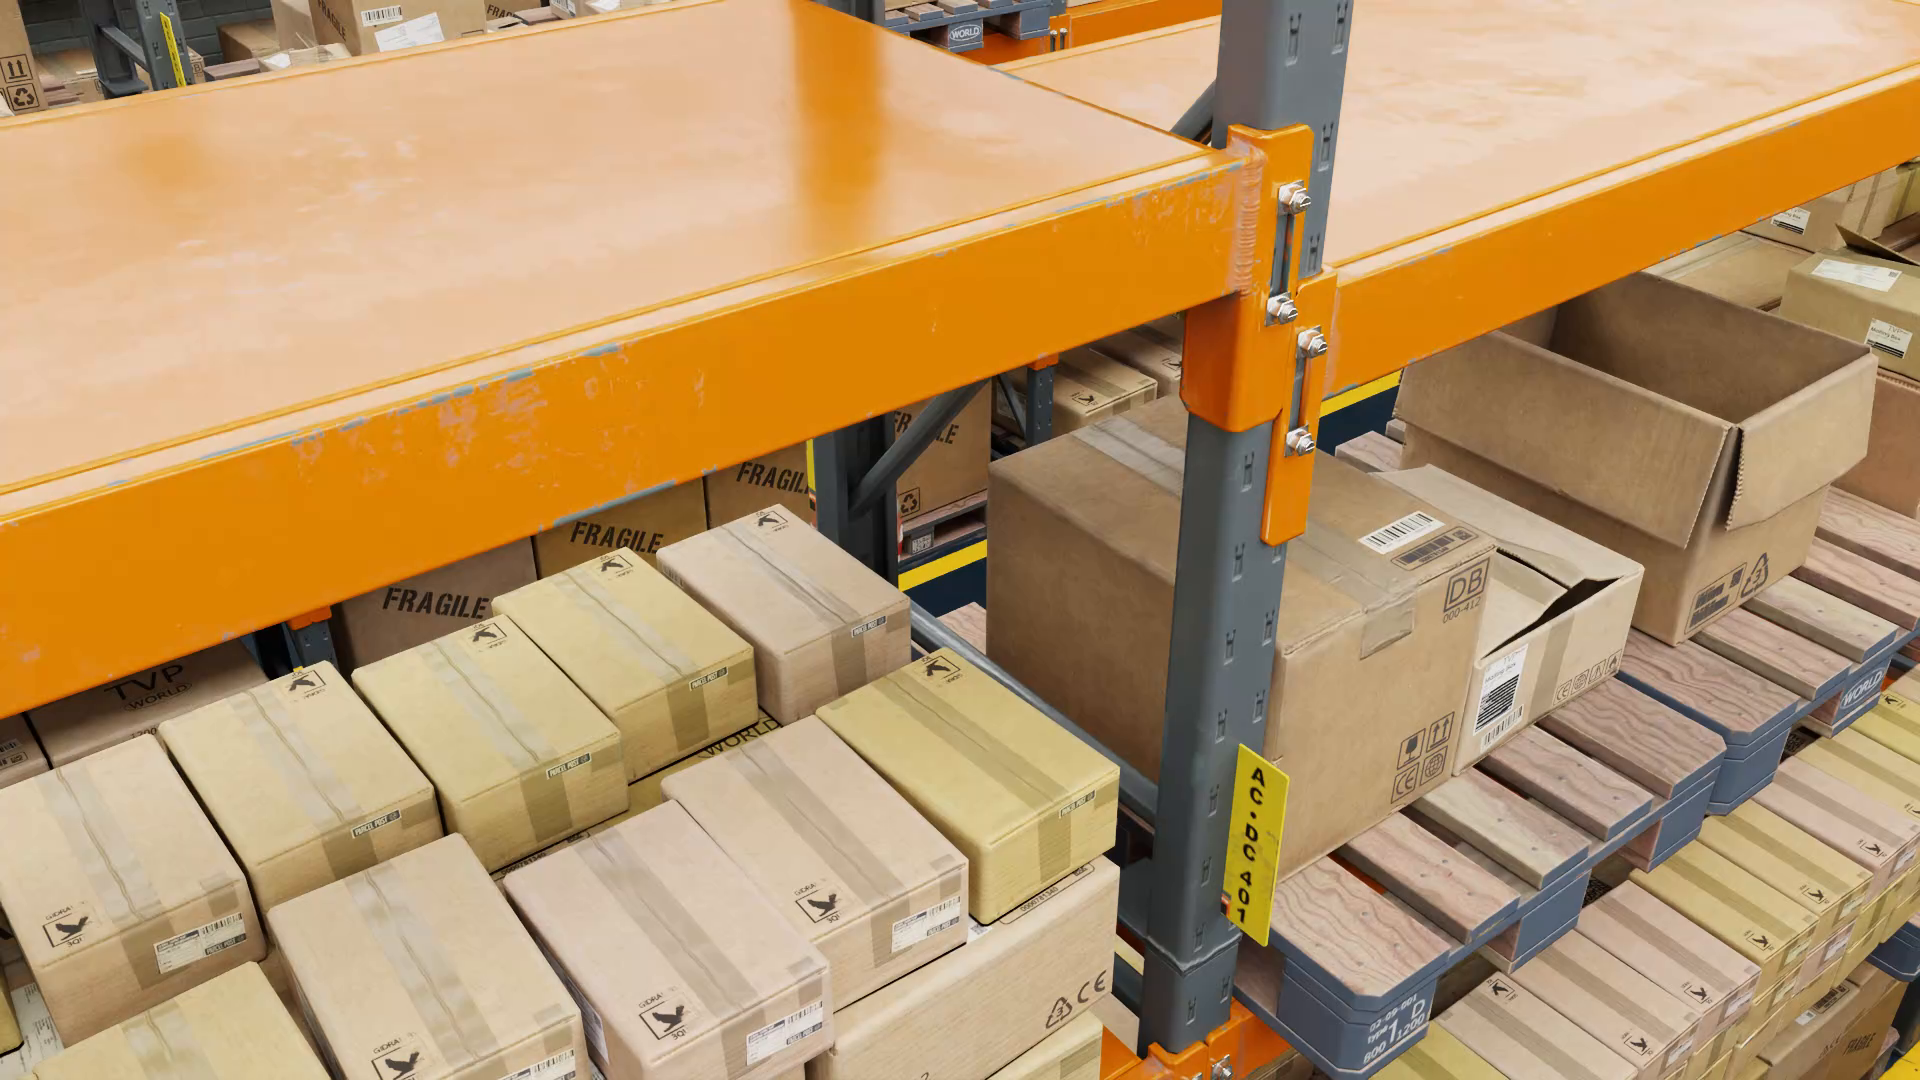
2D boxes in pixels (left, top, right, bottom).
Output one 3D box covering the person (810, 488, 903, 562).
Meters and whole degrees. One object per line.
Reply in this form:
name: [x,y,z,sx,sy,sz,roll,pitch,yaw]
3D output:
person: [-0.502,0.085,7.486,0.450,1.778,0.604,-23,39,-33]
